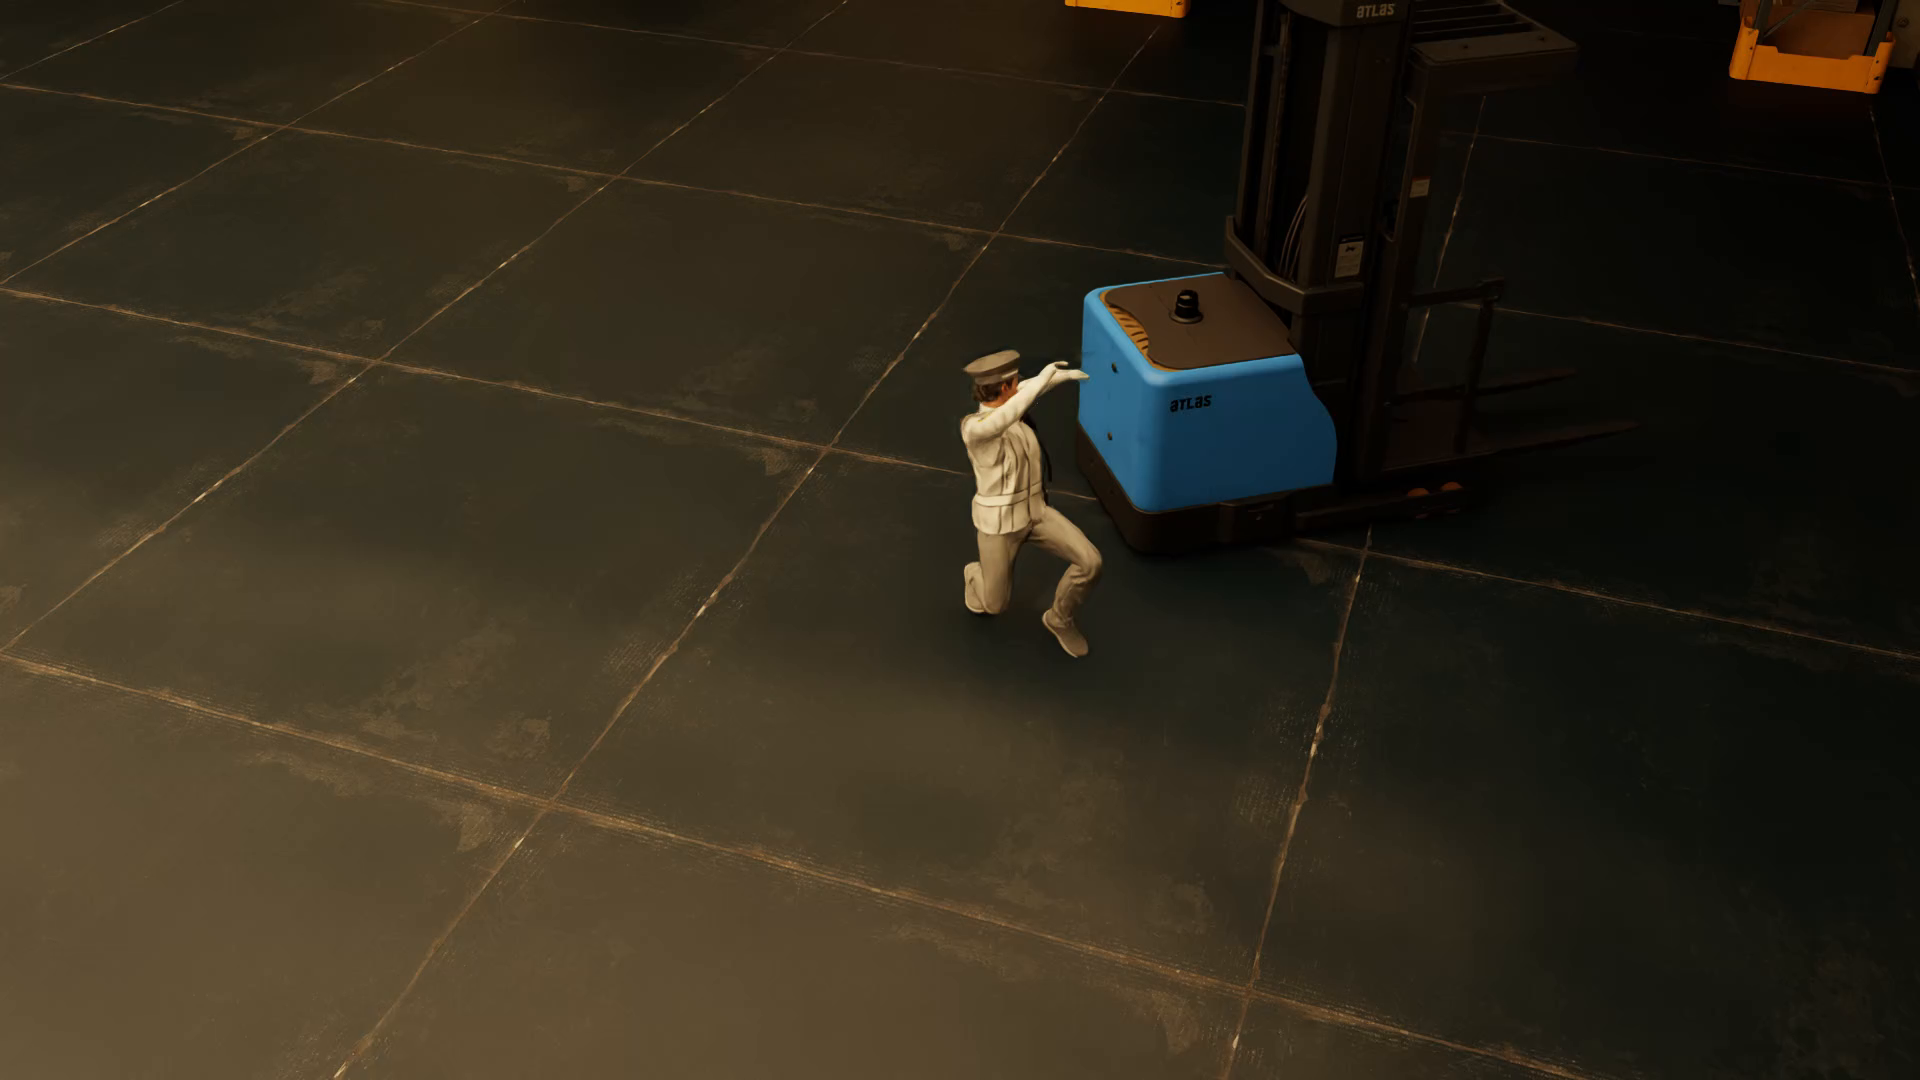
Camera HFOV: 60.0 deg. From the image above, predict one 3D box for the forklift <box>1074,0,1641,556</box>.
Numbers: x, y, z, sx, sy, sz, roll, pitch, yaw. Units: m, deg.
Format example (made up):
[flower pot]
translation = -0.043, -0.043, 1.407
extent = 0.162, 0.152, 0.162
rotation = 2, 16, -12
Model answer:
[forklift]
translation = 2.204, -1.590, 8.354
extent = 3.031, 2.935, 1.130
rotation = -9, 36, -13

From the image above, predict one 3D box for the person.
[person]
translation = 0.482, -0.243, 7.790
extent = 0.976, 1.429, 0.848
rotation = -28, 44, -34
